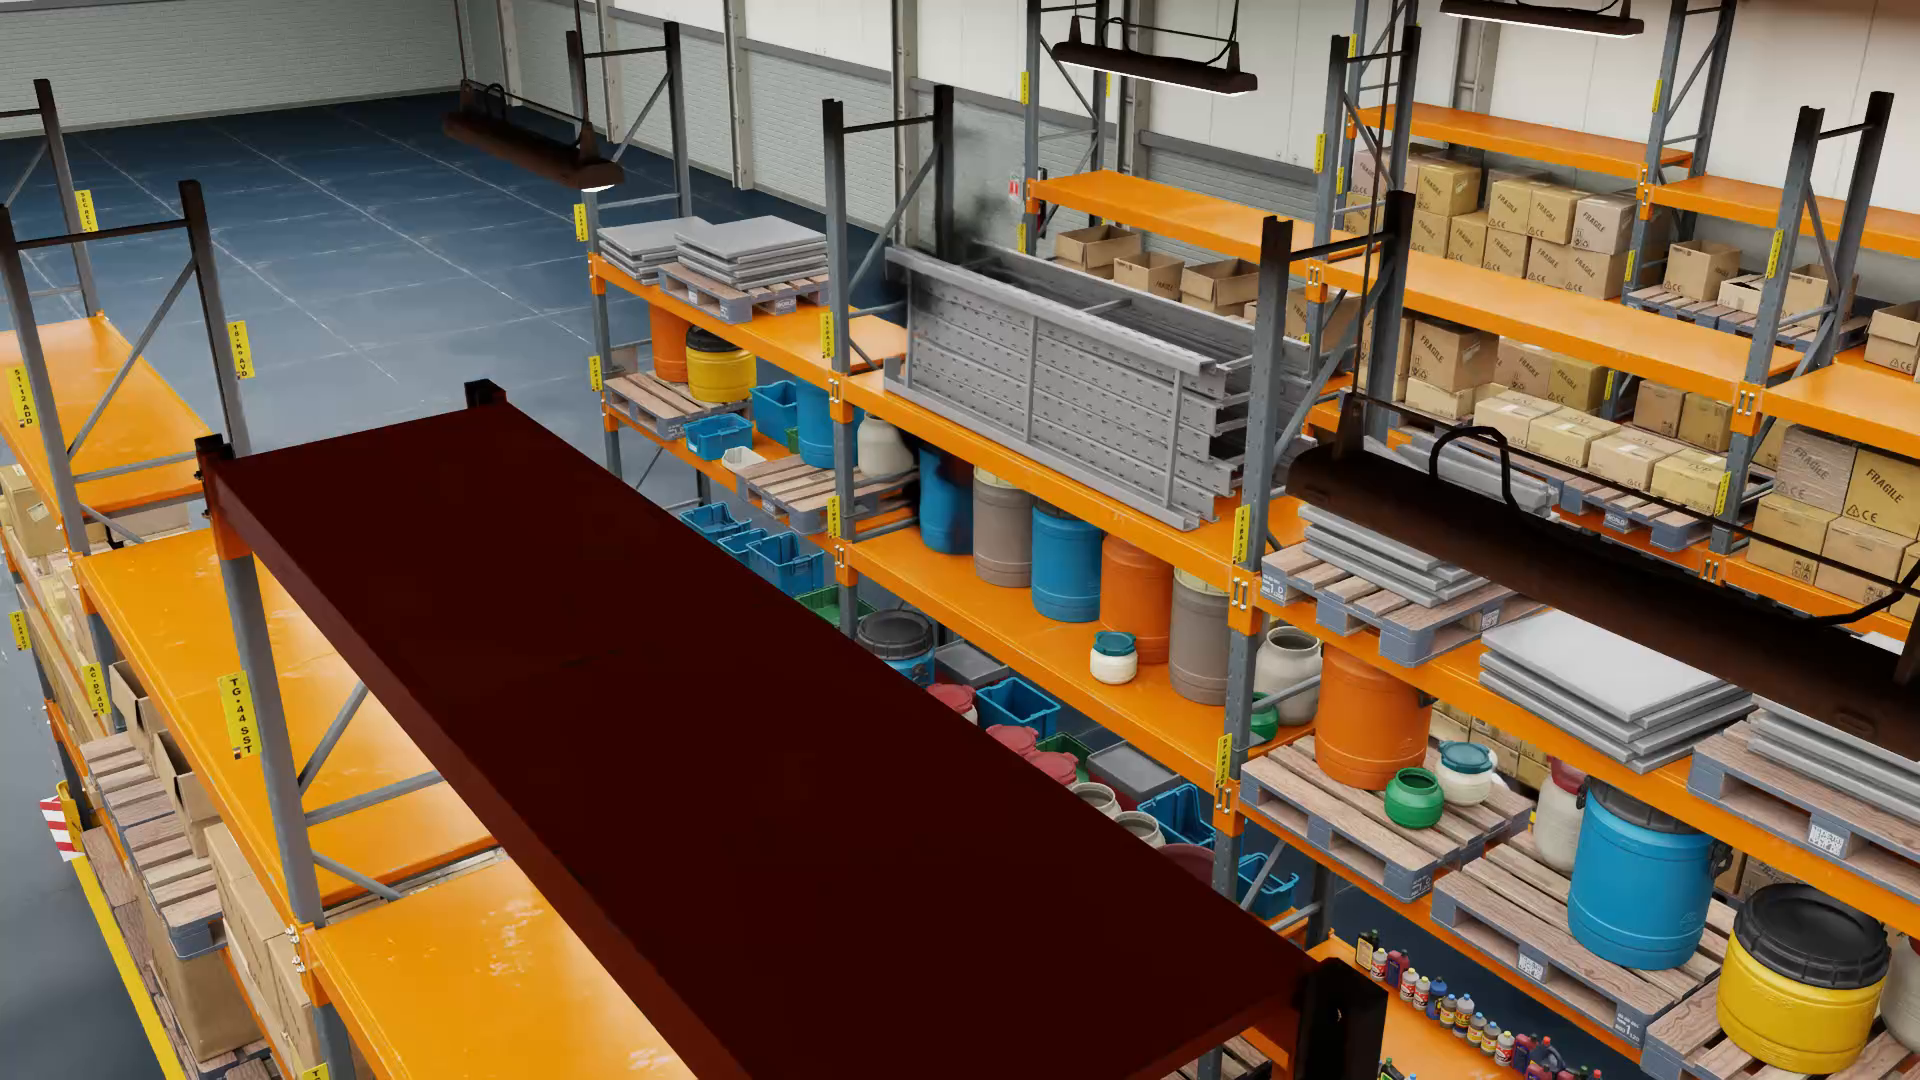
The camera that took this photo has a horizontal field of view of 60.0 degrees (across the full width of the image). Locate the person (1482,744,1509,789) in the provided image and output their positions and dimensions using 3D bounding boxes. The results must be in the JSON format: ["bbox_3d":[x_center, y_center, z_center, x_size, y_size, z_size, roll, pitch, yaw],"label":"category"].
[{"bbox_3d":[3.589,2.142,11.818,0.633,1.609,0.658,19,31,35],"label":"person"}]

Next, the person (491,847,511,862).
[{"bbox_3d":[-3.106,2.303,11.421,0.570,1.778,0.772,-23,33,-40],"label":"person"}]

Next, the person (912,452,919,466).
[{"bbox_3d":[-0.826,-1.295,19.988,0.960,1.613,0.616,-5,25,-11],"label":"person"}]
